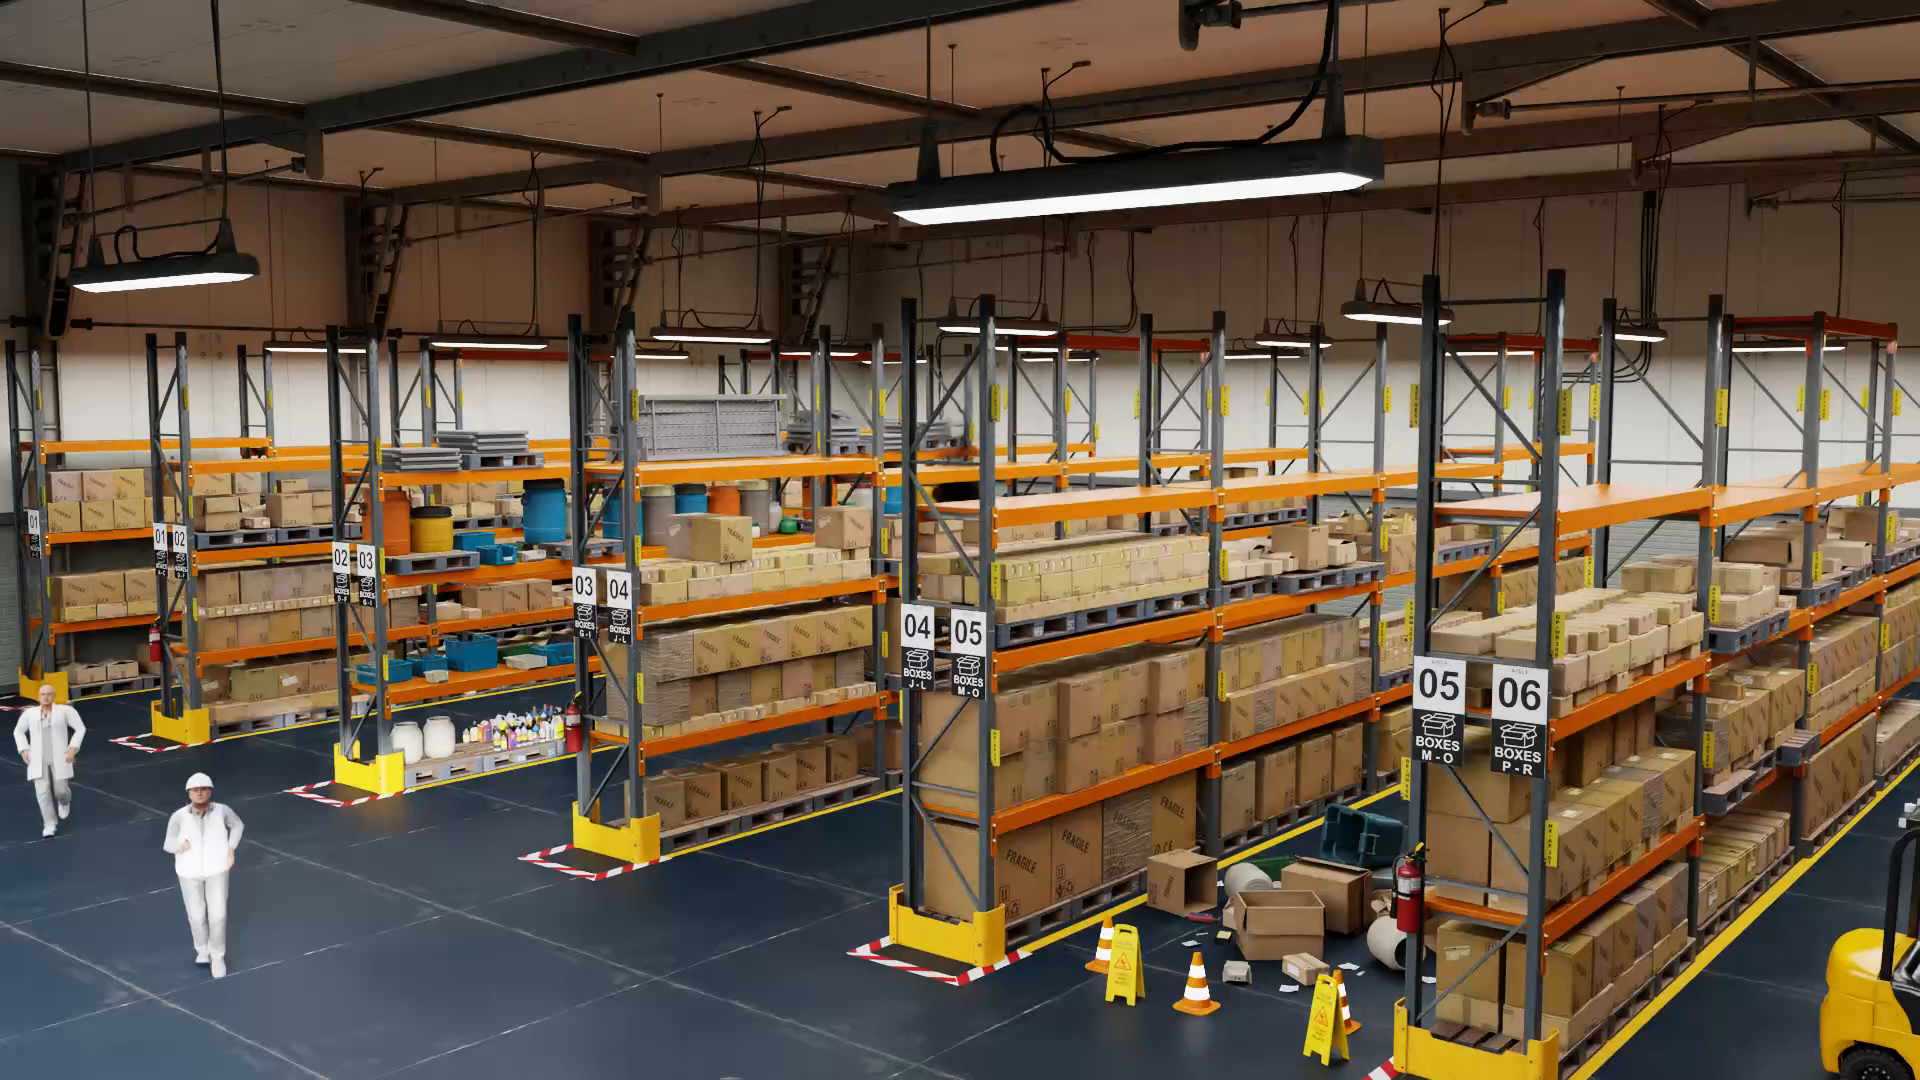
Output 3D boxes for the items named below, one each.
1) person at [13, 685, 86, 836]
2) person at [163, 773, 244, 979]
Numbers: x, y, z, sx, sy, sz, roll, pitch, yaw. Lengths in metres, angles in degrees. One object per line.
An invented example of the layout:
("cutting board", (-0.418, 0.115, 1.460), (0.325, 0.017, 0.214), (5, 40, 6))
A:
("person", (-10.645, 2.545, 19.464), (0.752, 1.733, 0.774), (-2, 6, -21))
("person", (-6.684, 2.966, 14.712), (0.637, 1.814, 0.711), (-2, 5, -20))
